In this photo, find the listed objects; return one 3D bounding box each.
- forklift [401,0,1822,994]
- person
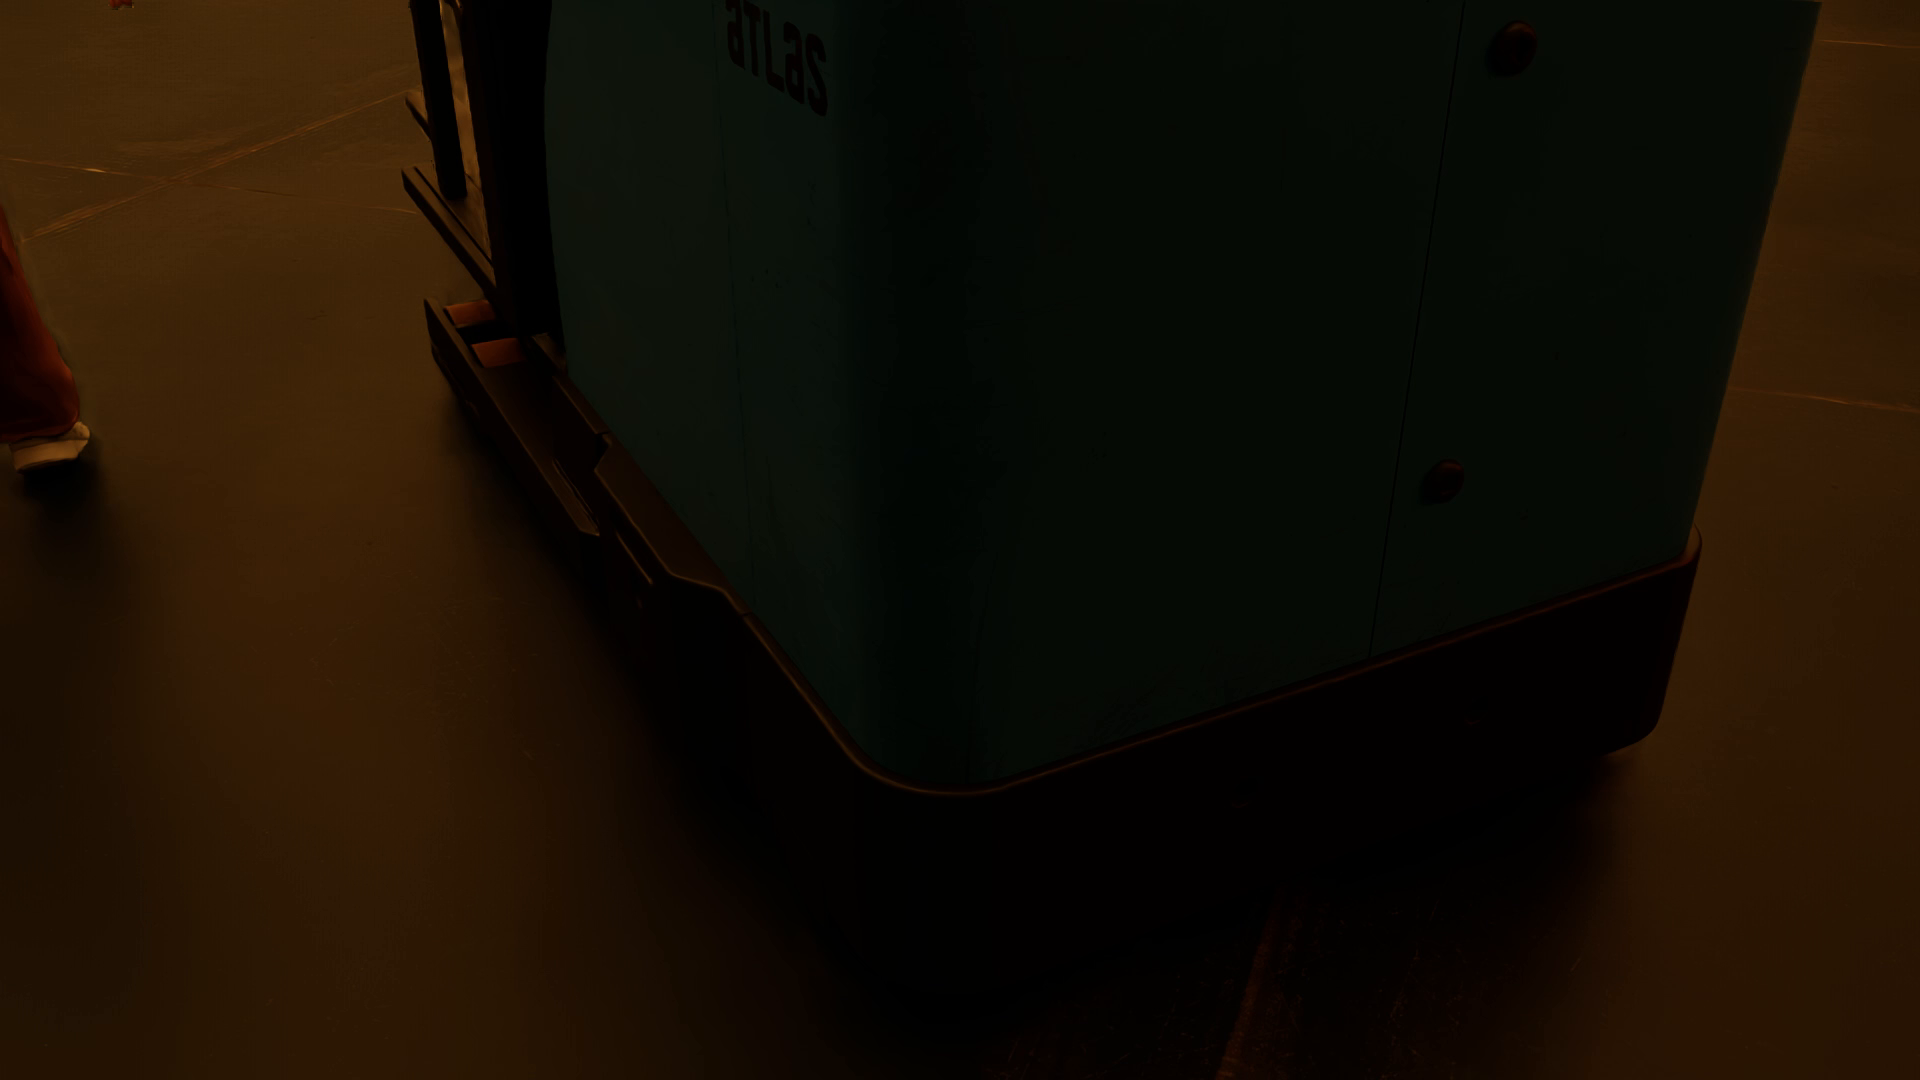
[{"bbox_3d":[-0.290,-1.541,2.246,1.130,2.935,3.031,-14,33,-24],"label":"forklift"},{"bbox_3d":[-1.514,-0.655,2.172,0.810,1.570,0.702,-21,36,-33],"label":"person"}]
